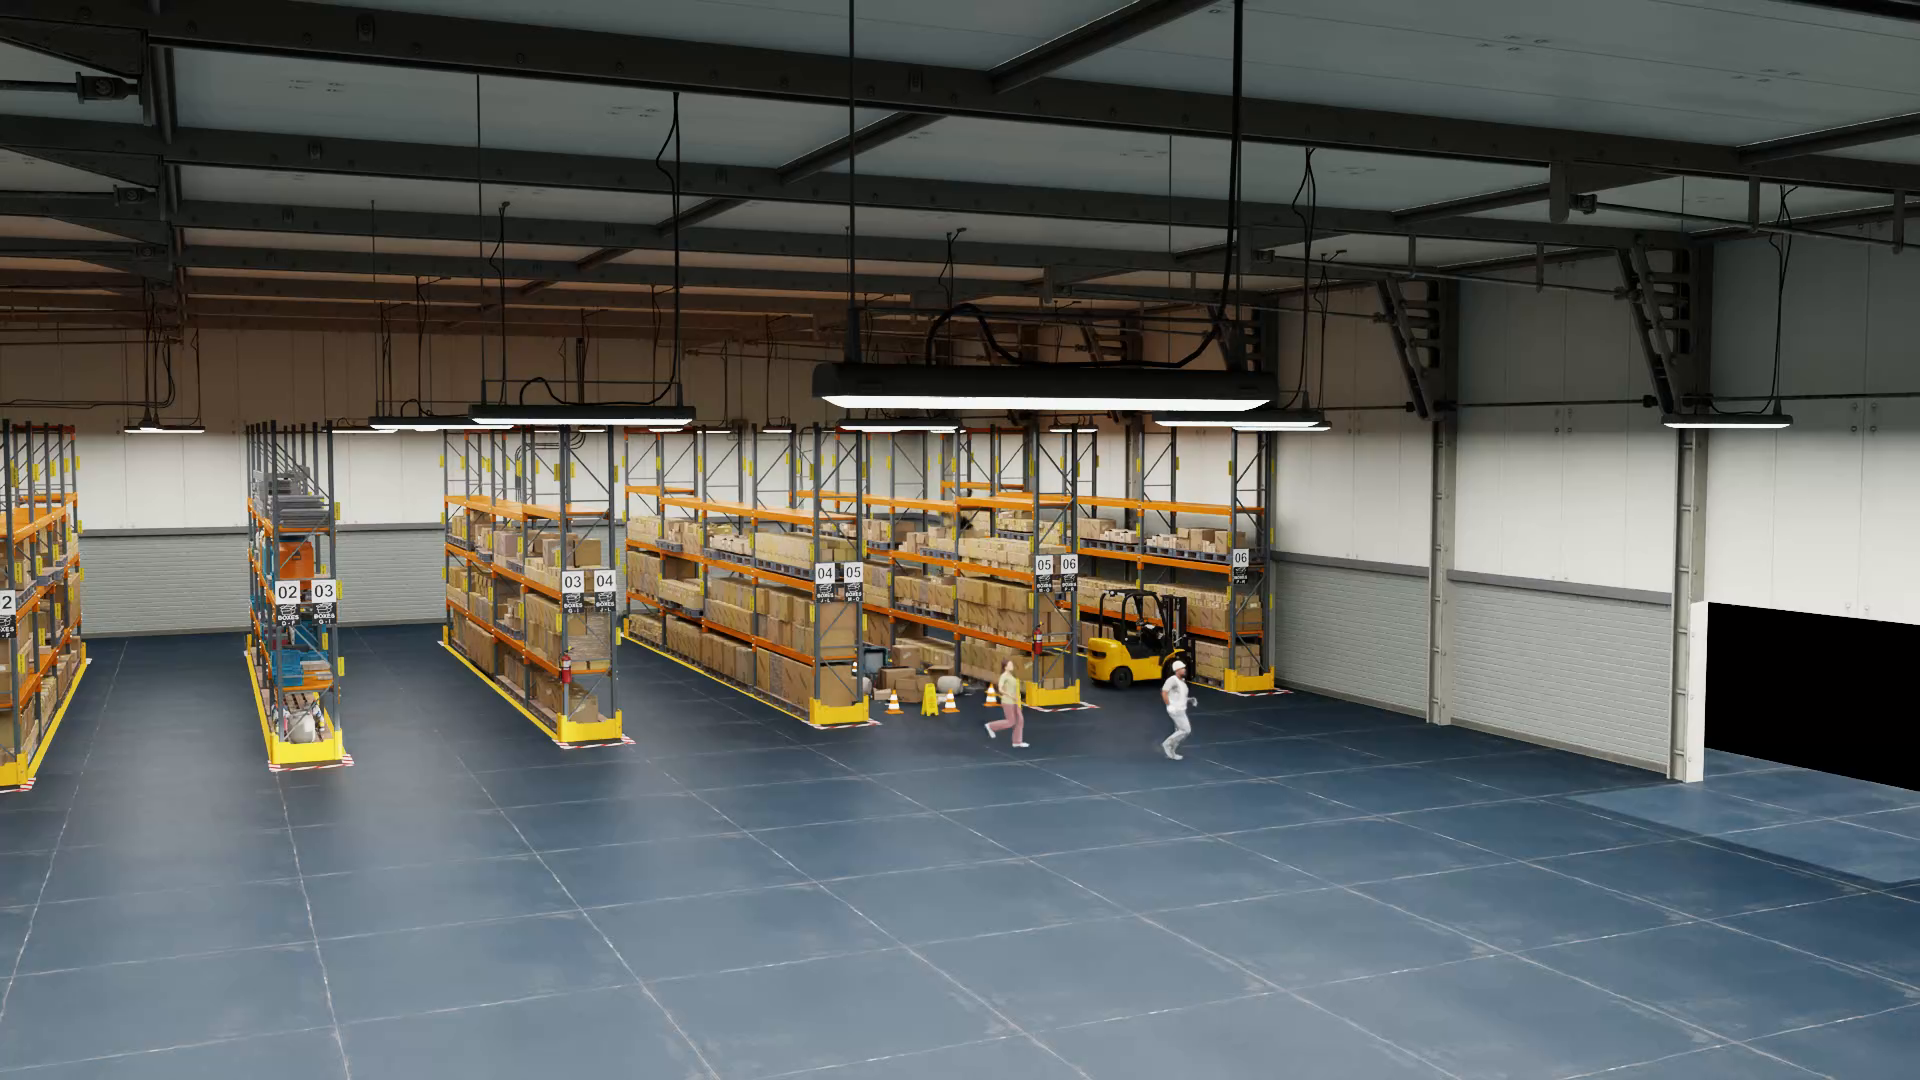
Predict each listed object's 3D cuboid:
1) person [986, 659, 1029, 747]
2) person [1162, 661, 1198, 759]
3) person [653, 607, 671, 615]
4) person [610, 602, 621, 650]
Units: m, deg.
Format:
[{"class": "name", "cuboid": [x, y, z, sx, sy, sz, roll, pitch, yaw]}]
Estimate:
[{"class": "person", "cuboid": [0.889, 2.999, 30.652, 0.806, 1.631, 0.593, 1, 4, 19]}, {"class": "person", "cuboid": [3.888, 3.007, 29.414, 0.581, 1.744, 0.690, 1, 4, 20]}, {"class": "person", "cuboid": [-8.798, 1.758, 49.402, 0.720, 1.788, 0.664, -1, 4, -19]}, {"class": "person", "cuboid": [-9.312, 2.154, 44.179, 0.627, 1.657, 0.550, -2, 4, -27]}]
